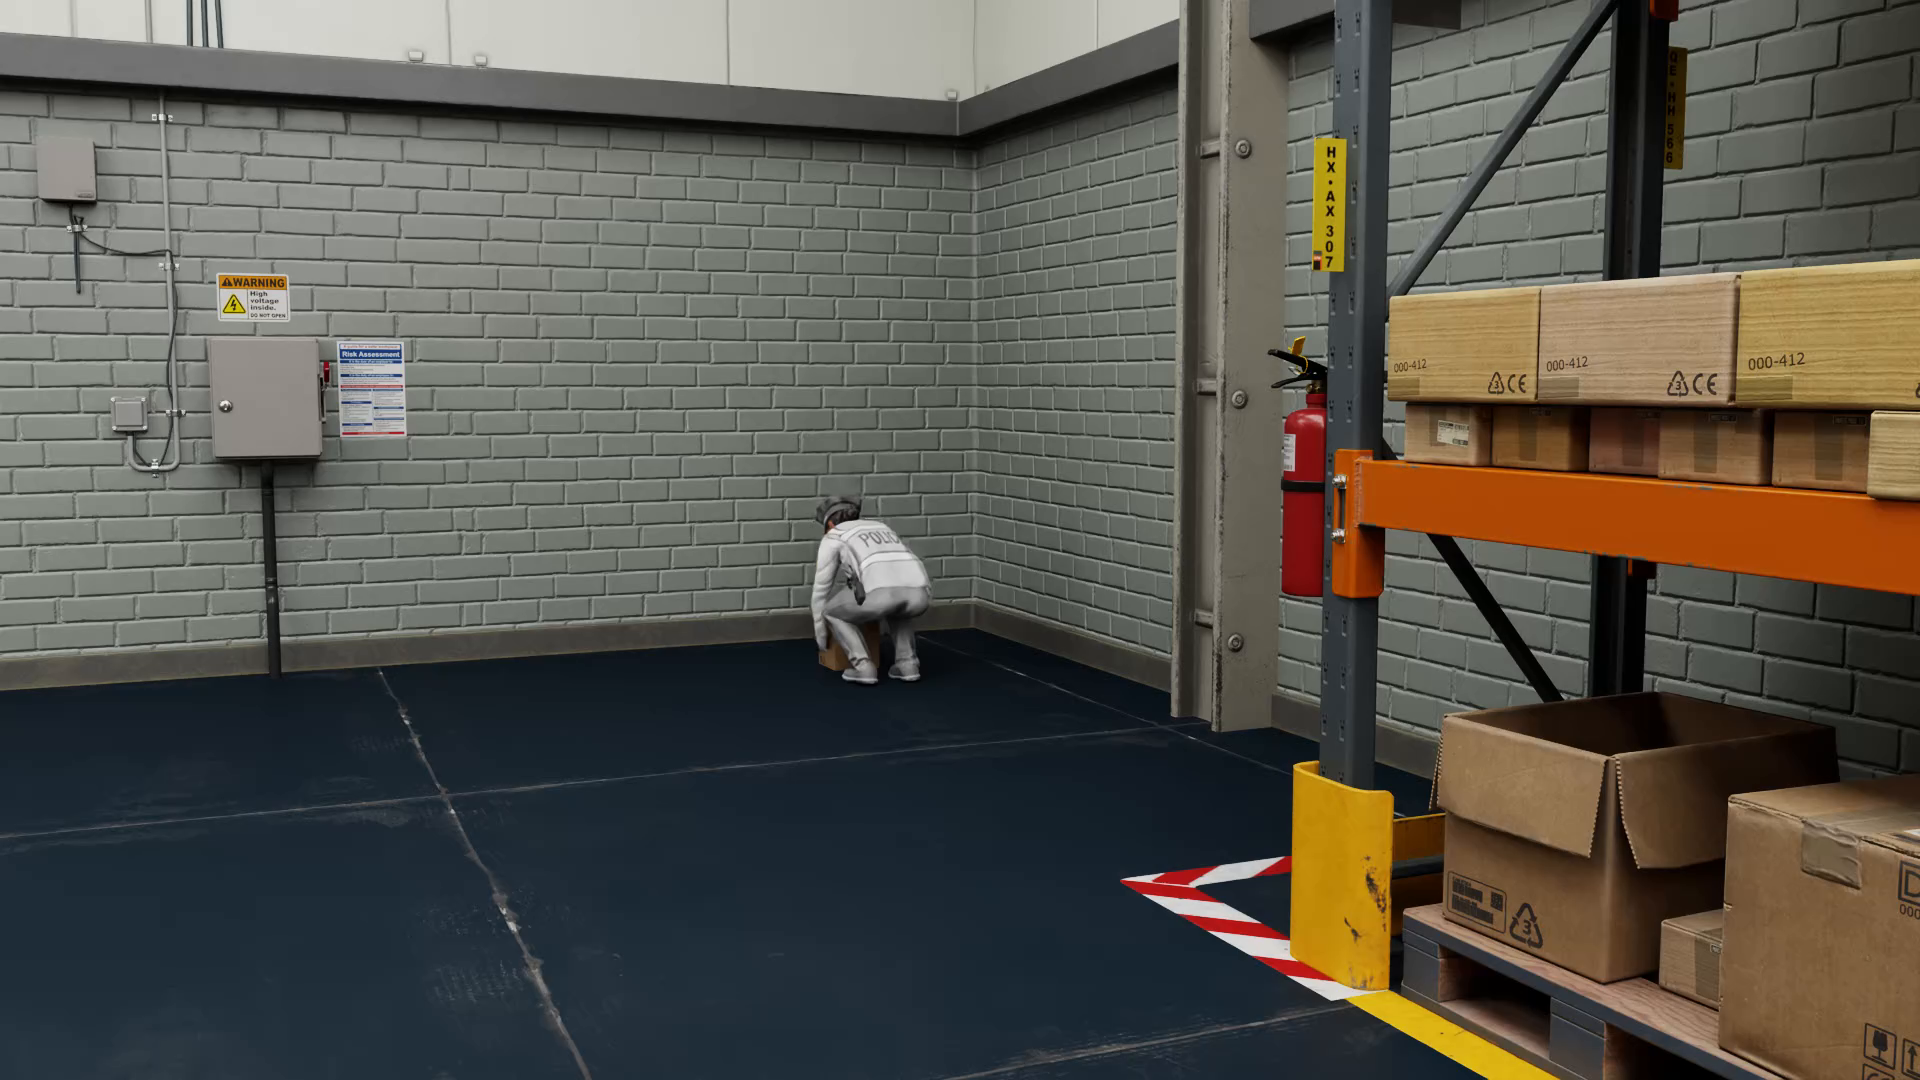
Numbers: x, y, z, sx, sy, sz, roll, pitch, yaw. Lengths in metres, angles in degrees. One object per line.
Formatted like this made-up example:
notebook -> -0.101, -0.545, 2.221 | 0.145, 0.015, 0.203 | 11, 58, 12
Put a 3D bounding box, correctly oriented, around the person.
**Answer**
person -> -0.466, 0.245, 8.417 | 0.489, 0.913, 0.854 | -2, 6, -24
